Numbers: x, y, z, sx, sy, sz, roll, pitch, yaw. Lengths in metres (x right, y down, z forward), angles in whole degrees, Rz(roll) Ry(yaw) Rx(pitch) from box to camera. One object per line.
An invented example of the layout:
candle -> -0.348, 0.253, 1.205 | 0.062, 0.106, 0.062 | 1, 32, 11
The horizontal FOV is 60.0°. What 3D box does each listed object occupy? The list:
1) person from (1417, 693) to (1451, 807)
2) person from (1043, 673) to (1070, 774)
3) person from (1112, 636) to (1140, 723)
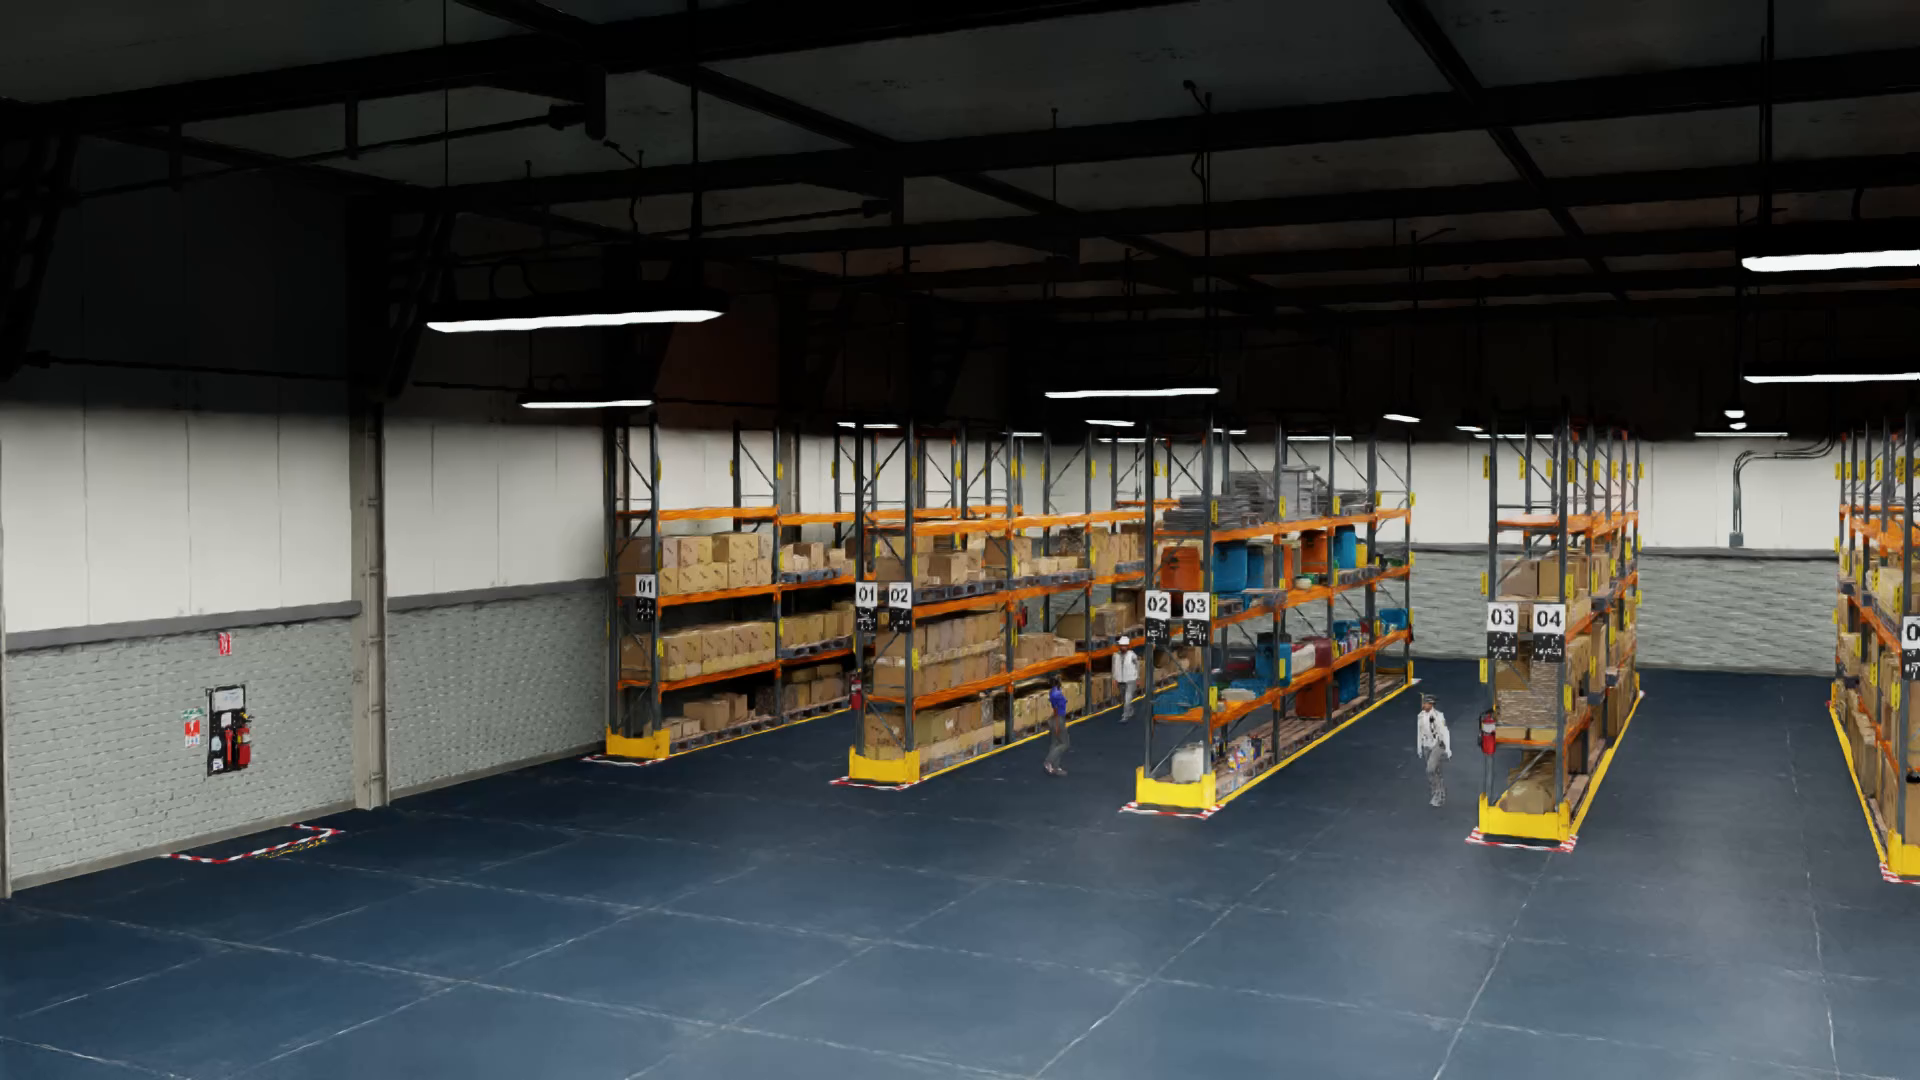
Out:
person -> 7.090, 3.116, 24.923 | 0.510, 1.682, 0.513 | -1, 3, -30
person -> 1.568, 3.032, 27.312 | 0.423, 1.641, 0.508 | 0, 2, -4
person -> 3.267, 2.752, 33.051 | 0.543, 1.700, 1.115 | 1, 3, 28
